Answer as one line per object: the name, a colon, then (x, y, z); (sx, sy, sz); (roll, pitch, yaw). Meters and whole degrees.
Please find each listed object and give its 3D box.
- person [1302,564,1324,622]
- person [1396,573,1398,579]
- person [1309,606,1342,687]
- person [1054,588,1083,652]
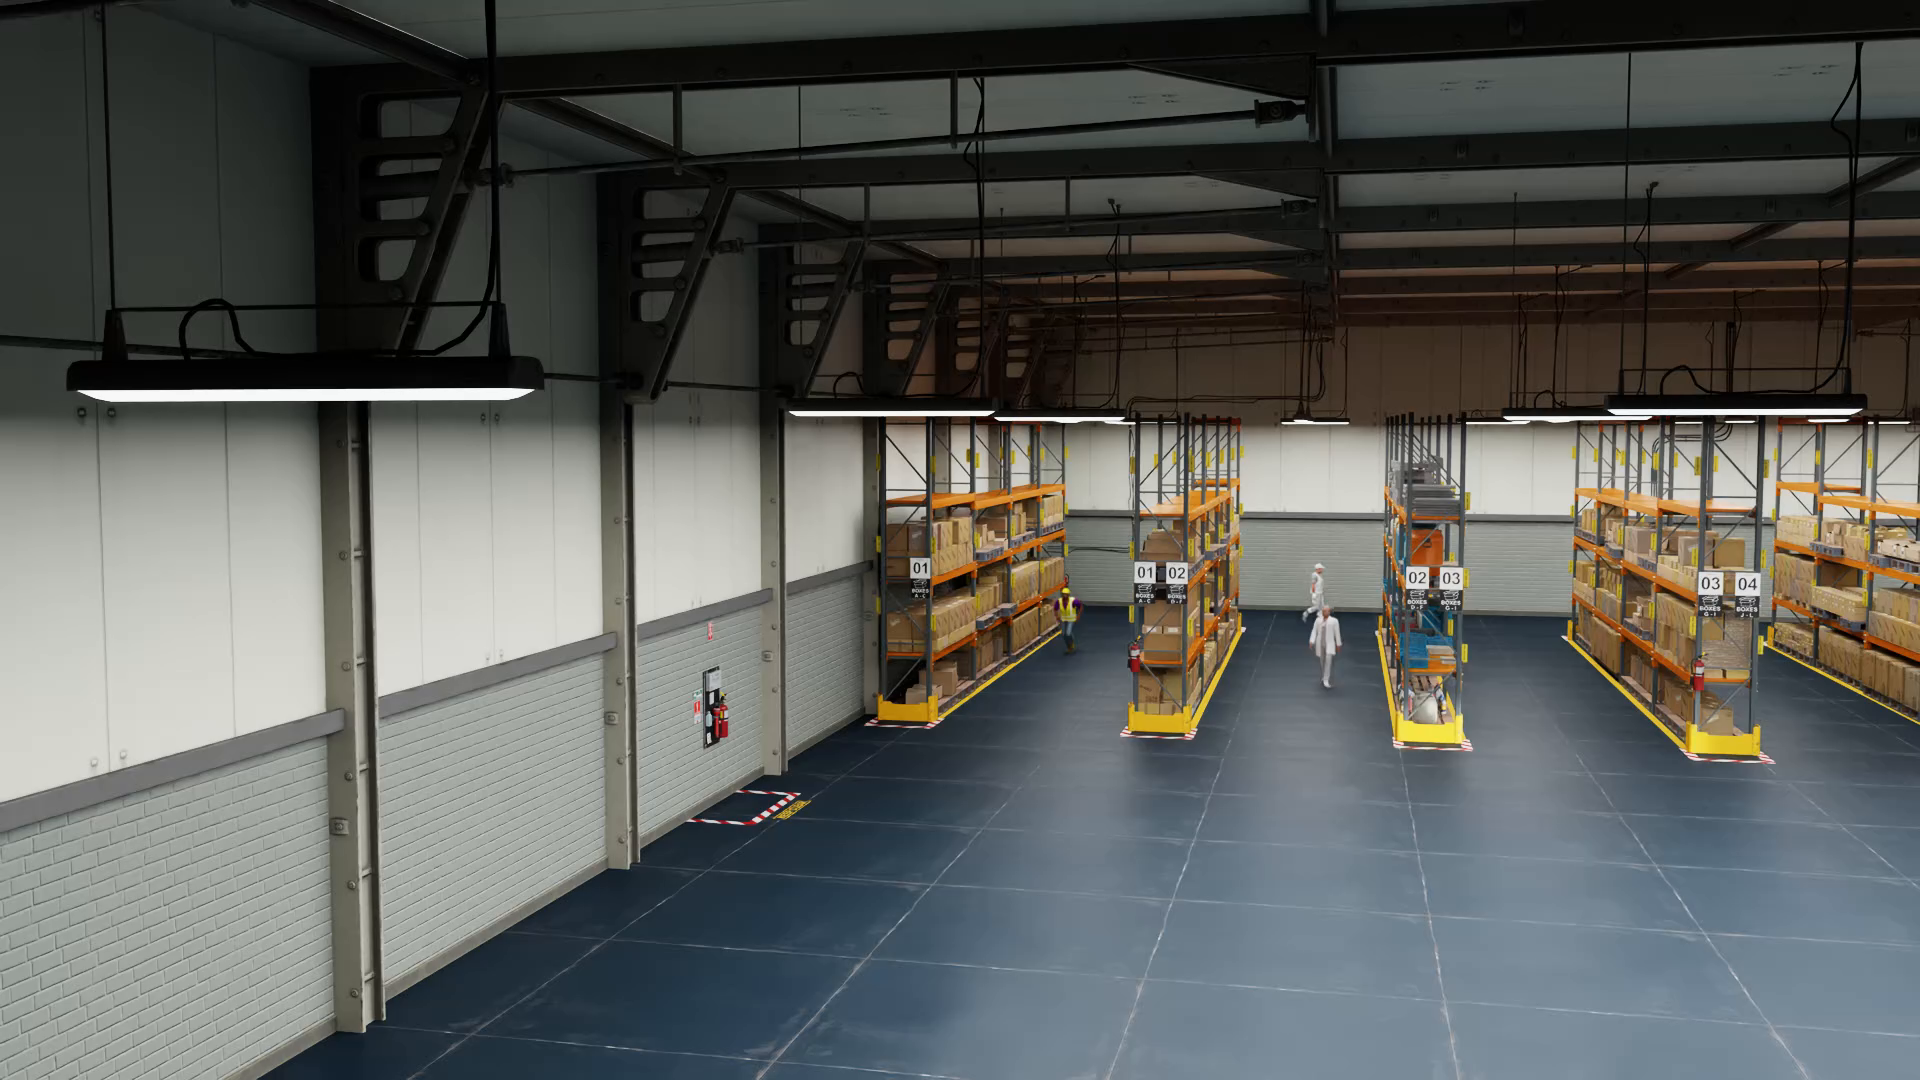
person: (10.285, 1.570, 48.145); (0.687, 1.782, 0.613); (3, 5, 34)
person: (12.416, 1.708, 47.209); (0.528, 1.752, 0.505); (-1, 4, -18)
person: (8.104, 2.332, 36.980); (0.674, 1.724, 1.048); (2, 4, 29)
person: (2.748, 2.037, 42.172); (0.732, 1.670, 0.685); (2, 4, 22)
